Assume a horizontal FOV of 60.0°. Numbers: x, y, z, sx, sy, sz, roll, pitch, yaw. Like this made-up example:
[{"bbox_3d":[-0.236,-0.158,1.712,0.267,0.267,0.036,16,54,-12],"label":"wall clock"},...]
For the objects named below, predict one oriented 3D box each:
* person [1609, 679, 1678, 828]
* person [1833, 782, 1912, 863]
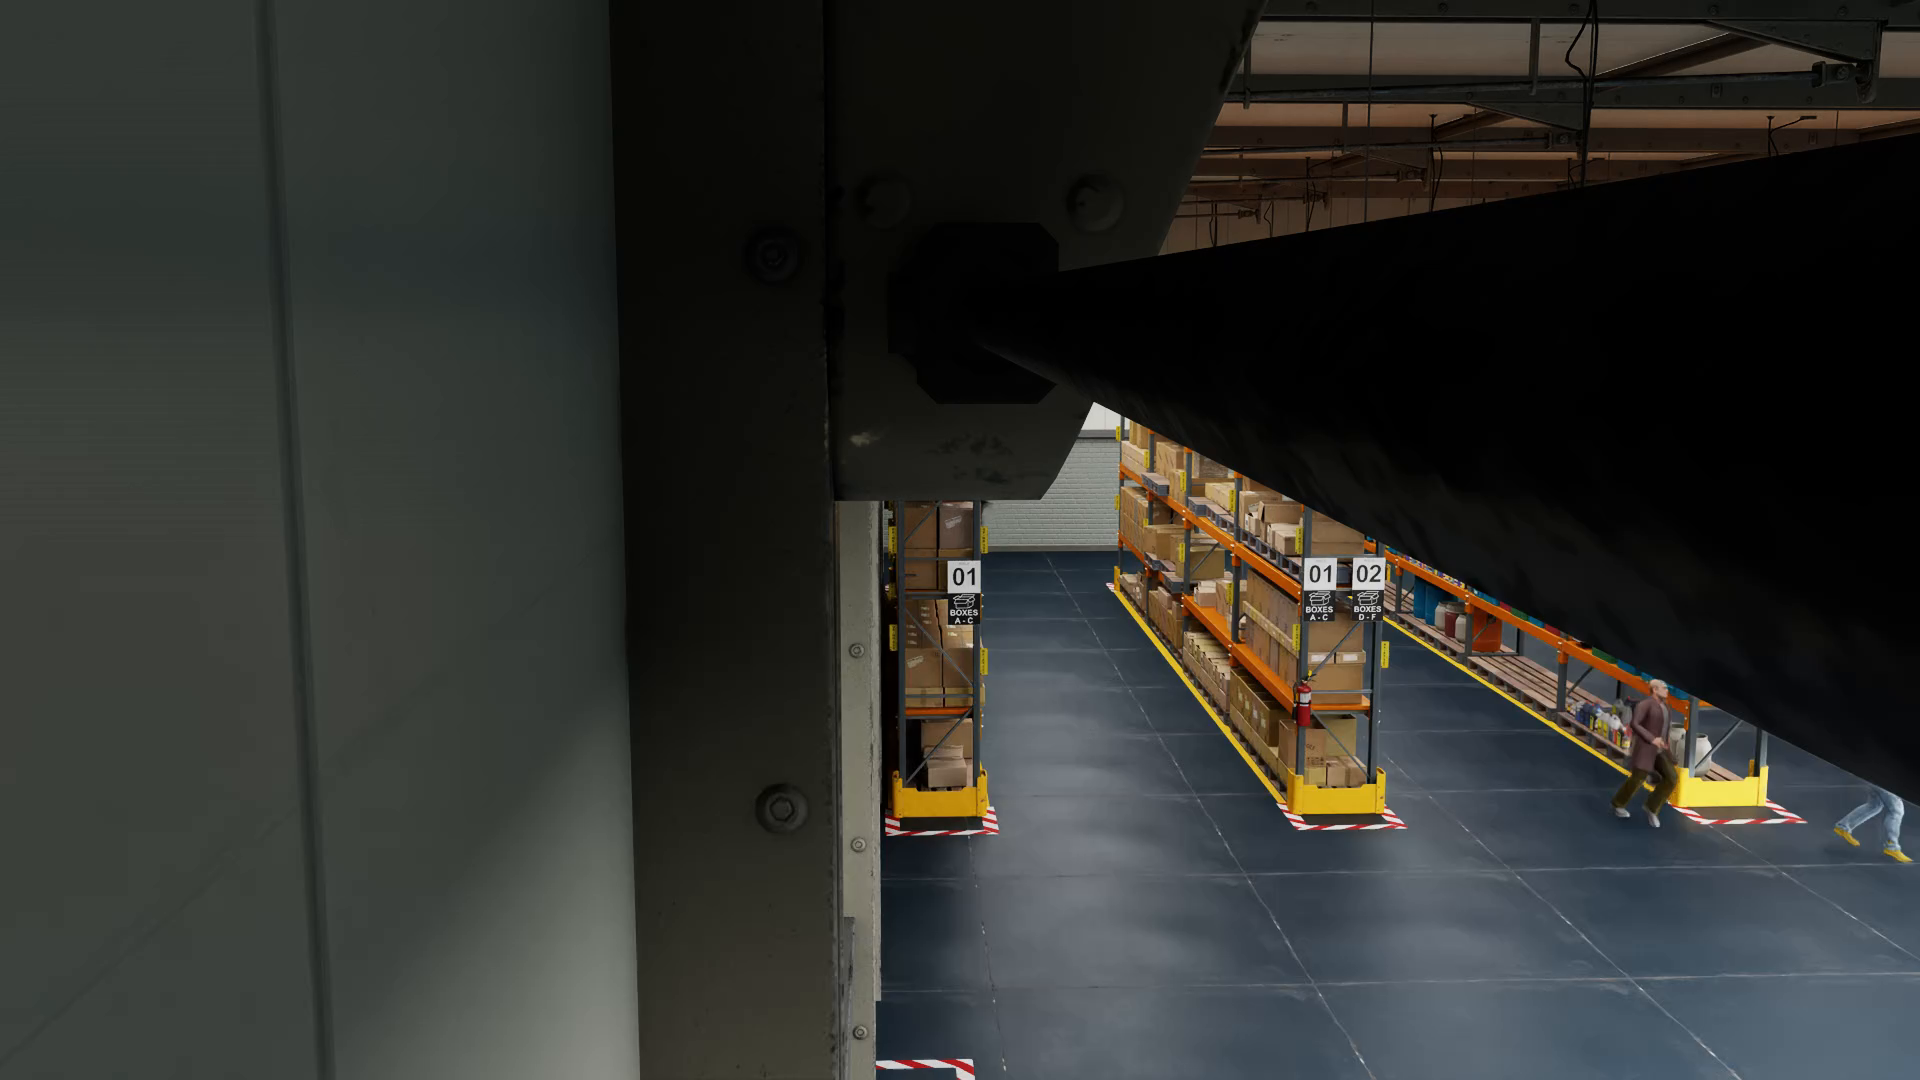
[{"bbox_3d":[8.433,2.573,20.299,0.771,1.790,0.728,-4,9,-28],"label":"person"},{"bbox_3d":[10.495,2.737,19.011,0.828,1.810,0.691,6,10,34],"label":"person"}]
